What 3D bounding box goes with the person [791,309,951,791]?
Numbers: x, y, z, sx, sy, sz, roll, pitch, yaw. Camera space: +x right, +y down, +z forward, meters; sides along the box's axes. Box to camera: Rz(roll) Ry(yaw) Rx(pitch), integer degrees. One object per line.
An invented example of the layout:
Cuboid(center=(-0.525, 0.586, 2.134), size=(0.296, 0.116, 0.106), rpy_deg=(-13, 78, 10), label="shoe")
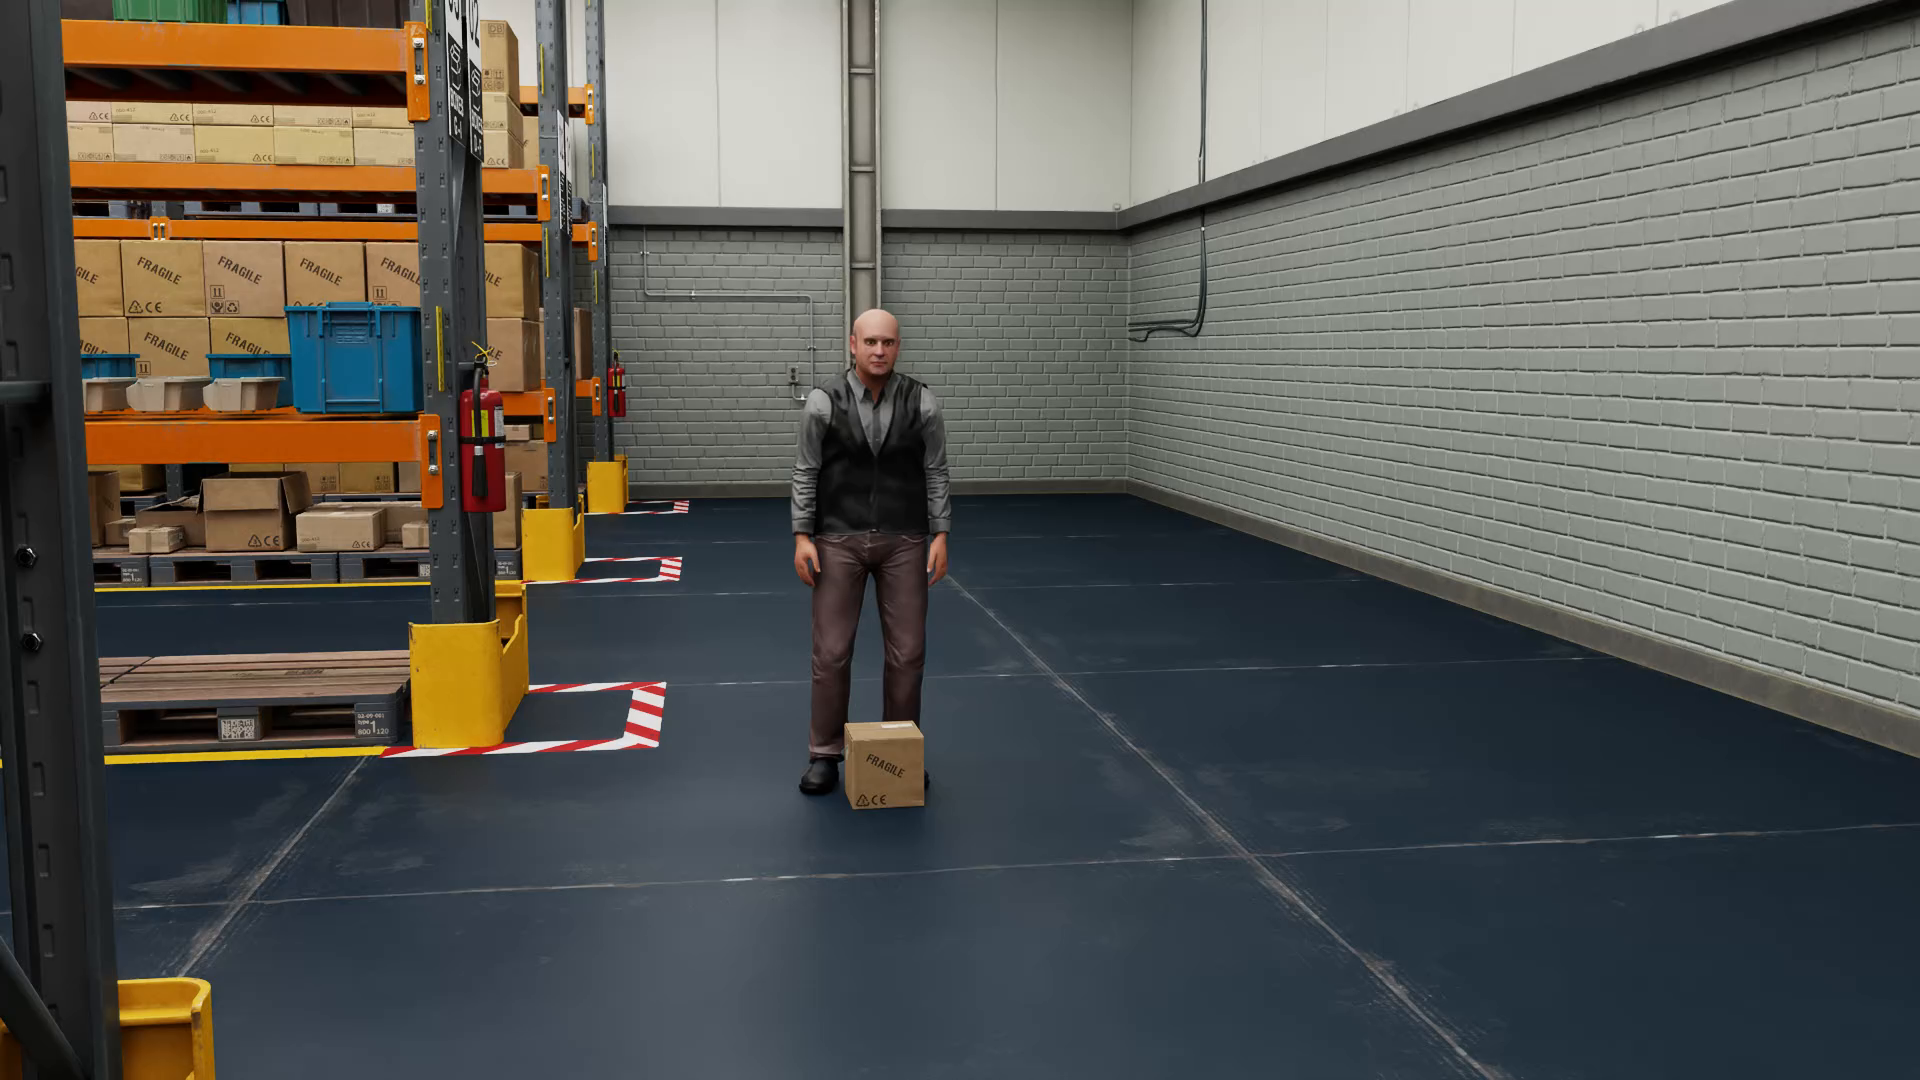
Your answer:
Cuboid(center=(-0.323, 0.030, 6.053), size=(0.580, 1.721, 0.417), rpy_deg=(-1, 7, -8), label="person")
